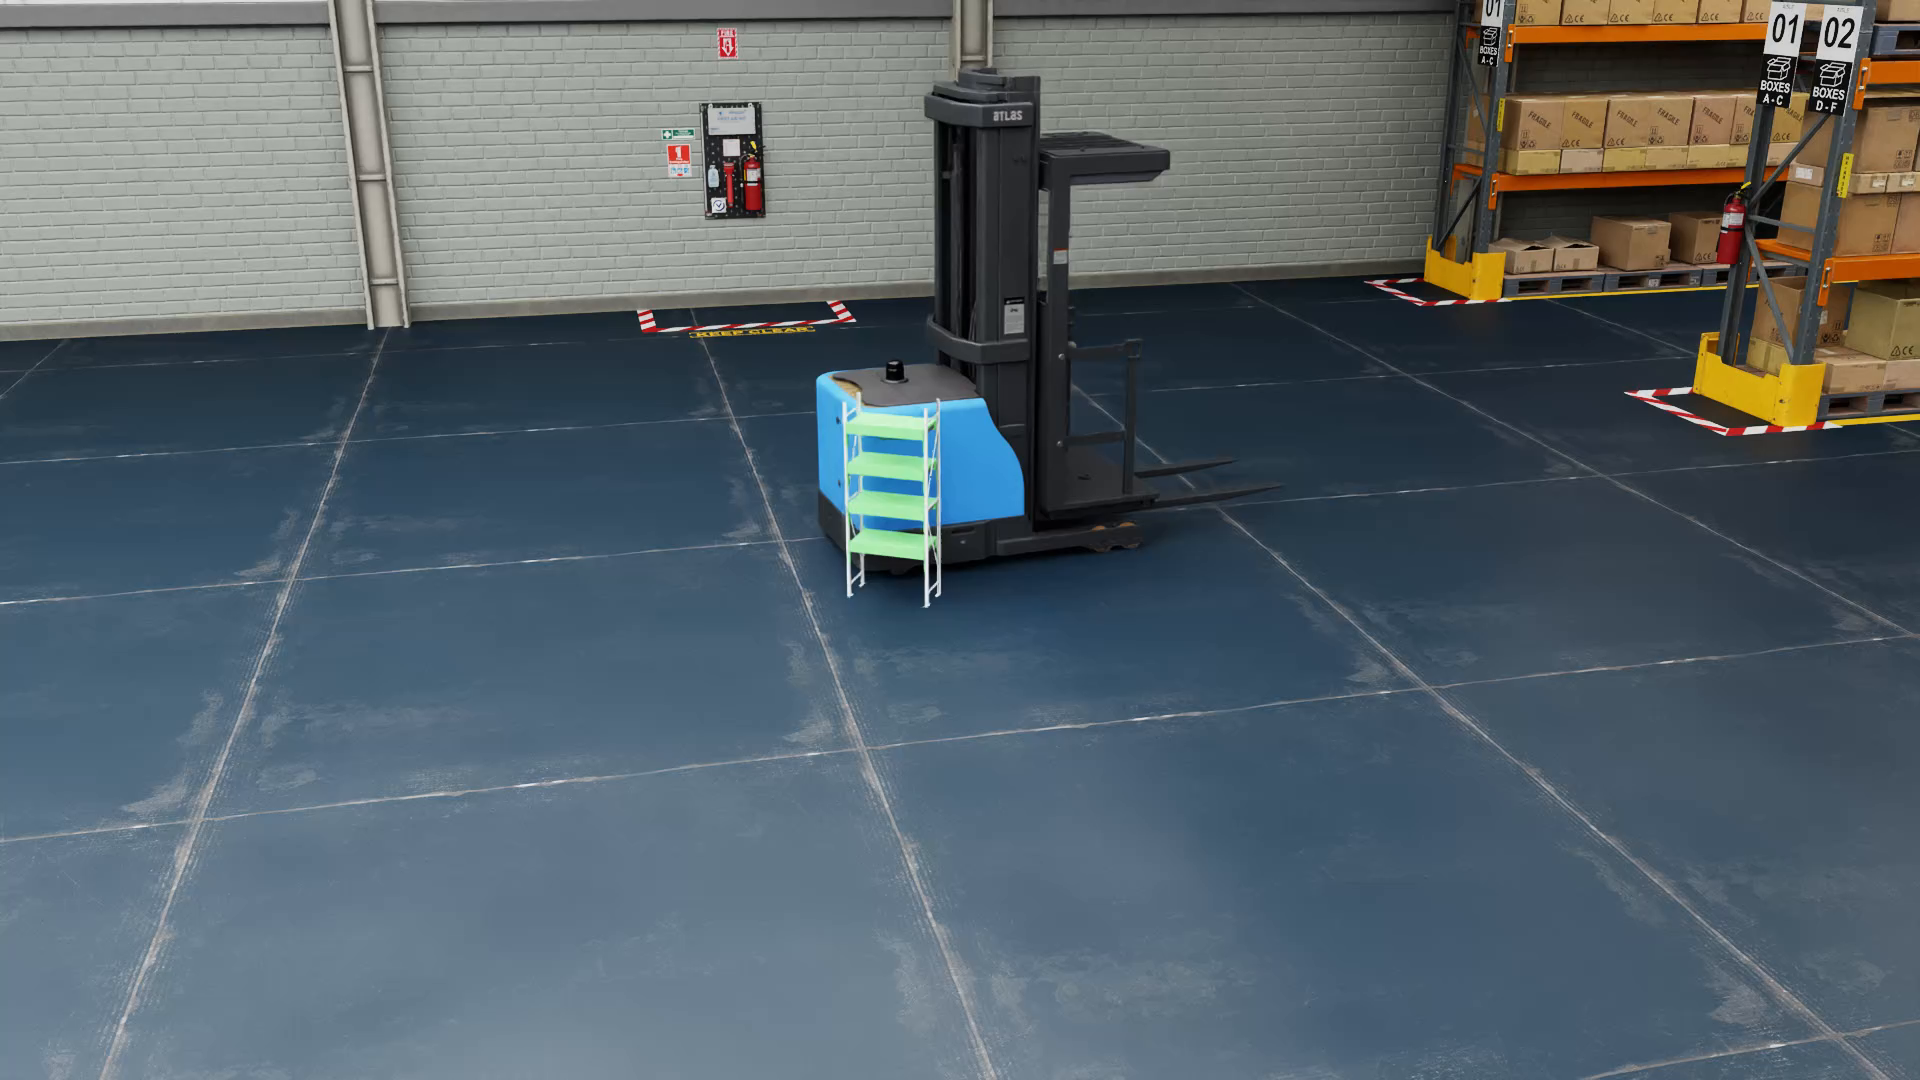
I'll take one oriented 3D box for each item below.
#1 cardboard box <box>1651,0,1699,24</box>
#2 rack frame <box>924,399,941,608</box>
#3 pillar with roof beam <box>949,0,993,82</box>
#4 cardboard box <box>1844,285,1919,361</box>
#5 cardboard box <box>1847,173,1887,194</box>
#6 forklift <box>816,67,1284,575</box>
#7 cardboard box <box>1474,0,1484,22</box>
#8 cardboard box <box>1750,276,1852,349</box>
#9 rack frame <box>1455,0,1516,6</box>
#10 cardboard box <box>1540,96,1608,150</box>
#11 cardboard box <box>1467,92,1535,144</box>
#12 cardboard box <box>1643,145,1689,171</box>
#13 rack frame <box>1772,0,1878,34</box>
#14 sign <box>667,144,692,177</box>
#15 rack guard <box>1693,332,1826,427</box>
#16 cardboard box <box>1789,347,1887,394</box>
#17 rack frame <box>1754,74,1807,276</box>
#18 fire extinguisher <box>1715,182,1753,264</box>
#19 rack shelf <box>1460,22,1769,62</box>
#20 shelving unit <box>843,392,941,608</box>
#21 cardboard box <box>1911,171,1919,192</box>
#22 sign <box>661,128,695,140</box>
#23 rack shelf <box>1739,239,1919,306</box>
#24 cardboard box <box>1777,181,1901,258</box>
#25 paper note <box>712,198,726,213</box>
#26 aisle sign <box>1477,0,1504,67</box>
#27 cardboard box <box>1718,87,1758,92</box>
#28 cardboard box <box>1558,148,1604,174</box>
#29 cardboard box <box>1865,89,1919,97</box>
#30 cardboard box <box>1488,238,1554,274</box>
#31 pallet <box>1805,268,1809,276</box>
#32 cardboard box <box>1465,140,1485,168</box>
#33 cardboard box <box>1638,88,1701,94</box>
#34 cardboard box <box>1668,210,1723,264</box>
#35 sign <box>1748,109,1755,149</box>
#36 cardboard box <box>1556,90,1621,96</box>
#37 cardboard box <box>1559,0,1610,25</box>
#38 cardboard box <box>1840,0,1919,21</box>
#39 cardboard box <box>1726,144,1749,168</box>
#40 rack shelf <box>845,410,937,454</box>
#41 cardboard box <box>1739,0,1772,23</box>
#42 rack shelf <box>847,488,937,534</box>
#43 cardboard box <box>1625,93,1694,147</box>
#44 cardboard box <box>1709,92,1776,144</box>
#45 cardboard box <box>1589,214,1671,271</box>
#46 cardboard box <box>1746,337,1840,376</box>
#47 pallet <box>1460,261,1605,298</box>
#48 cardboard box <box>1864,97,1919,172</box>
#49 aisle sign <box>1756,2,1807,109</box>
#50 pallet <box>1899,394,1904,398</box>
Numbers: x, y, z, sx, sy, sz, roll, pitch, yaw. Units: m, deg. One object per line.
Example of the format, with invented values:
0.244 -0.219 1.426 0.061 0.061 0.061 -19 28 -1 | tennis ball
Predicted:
7.403 -5.705 17.492 0.500 0.500 0.500 -3 20 -9 | cardboard box
-0.159 -0.206 9.632 0.015 1.200 0.240 6 21 17 | rack frame
1.102 -5.421 12.530 0.400 9.000 9.100 -5 21 -12 | pillar with roof beam
7.671 -1.783 13.619 0.500 0.500 0.500 -5 21 -12 | cardboard box
7.043 -2.827 13.084 0.250 0.149 0.380 -5 21 -13 | cardboard box
0.643 -1.459 10.537 3.031 2.935 1.130 -7 21 -19 | forklift
5.816 -5.757 17.635 0.500 0.500 0.500 -3 20 -9 | cardboard box
7.065 -1.917 13.984 0.500 0.500 0.500 -5 21 -12 | cardboard box
5.468 -6.992 16.818 0.127 3.000 1.000 -5 21 -12 | rack frame
6.485 -4.439 17.670 0.500 0.500 0.500 -5 21 -12 | cardboard box
5.878 -4.574 18.040 0.500 0.500 0.500 -5 21 -13 | cardboard box
7.508 -4.170 18.025 0.500 0.250 0.500 -4 21 -12 | cardboard box
6.612 -5.334 12.293 0.127 3.000 1.000 -5 21 -12 | rack frame
-2.864 -3.869 16.965 0.234 0.329 0.001 -5 21 -12 | sign
6.588 -1.341 13.749 0.348 0.500 1.175 -5 21 -12 | rack guard
7.185 -1.391 13.638 0.500 0.250 0.500 -5 21 -12 | cardboard box
9.361 -4.491 18.715 0.127 3.000 1.000 -5 21 -12 | rack frame
6.390 -2.627 13.737 0.183 0.674 0.296 -5 21 -12 | fire extinguisher
7.415 -5.404 17.890 4.000 0.370 1.077 -5 21 -12 | rack shelf
-0.391 -0.232 9.702 0.503 1.200 0.258 6 21 17 | shelving unit
7.543 -2.868 13.196 0.250 0.149 0.380 -5 21 -12 | cardboard box
-2.858 -4.116 16.867 0.331 0.109 0.001 -5 21 -12 | sign
8.558 -2.337 13.880 4.000 0.370 1.077 -5 21 -12 | rack shelf
7.069 -2.596 13.396 0.500 0.500 0.700 -5 21 -12 | cardboard box
-2.490 -3.457 17.173 0.142 0.148 0.016 -5 21 -12 | paper note
5.467 -5.289 17.113 0.004 0.787 0.394 -5 21 -12 | aisle sign
8.855 -4.815 18.697 0.500 0.500 0.500 -5 21 -14 | cardboard box
6.518 -4.092 17.813 0.500 0.250 0.500 -5 21 -14 | cardboard box
10.409 -4.816 18.815 0.500 0.500 0.700 -3 20 -7 | cardboard box
6.162 -3.143 18.304 0.500 0.311 0.500 -7 21 -19 | cardboard box
10.118 -3.244 19.364 1.213 0.211 1.003 -5 21 -12 | pallet
5.878 -4.216 18.151 0.500 0.250 0.500 -4 21 -12 | cardboard box
7.865 -4.738 18.486 0.500 0.500 0.500 -4 21 -11 | cardboard box
8.360 -3.429 18.808 0.500 0.500 0.500 -6 21 -17 | cardboard box
6.500 -3.355 13.583 0.005 0.325 0.100 -5 21 -12 | sign
6.872 -4.653 18.255 0.500 0.500 0.500 -5 21 -14 | cardboard box
6.382 -5.613 17.241 0.500 0.500 0.500 -3 20 -9 | cardboard box
7.172 -4.281 12.815 0.637 0.503 0.797 -3 20 -9 | cardboard box
8.483 -4.255 18.258 0.500 0.250 0.500 -5 21 -12 | cardboard box
-0.391 -0.623 9.560 0.480 0.148 0.258 6 21 17 | rack shelf
8.431 -5.798 17.745 0.500 0.500 0.500 -6 21 -17 | cardboard box
-0.391 -0.172 9.724 0.480 0.148 0.258 6 21 17 | rack shelf
7.489 -4.522 17.898 0.500 0.500 0.500 -4 20 -11 | cardboard box
8.488 -4.600 18.110 0.500 0.500 0.500 -5 21 -13 | cardboard box
7.442 -3.319 18.508 0.500 0.500 0.700 -6 21 -16 | cardboard box
7.066 -1.564 14.111 0.500 0.250 0.500 -5 21 -12 | cardboard box
6.341 -2.924 18.490 1.213 0.211 1.003 -5 21 -12 | pallet
7.631 -3.253 13.303 0.500 0.500 0.700 -5 21 -14 | cardboard box
6.480 -3.831 13.132 0.004 0.787 0.394 -5 21 -12 | aisle sign
8.531 -1.377 14.268 1.213 0.211 1.003 -5 21 -12 | pallet
